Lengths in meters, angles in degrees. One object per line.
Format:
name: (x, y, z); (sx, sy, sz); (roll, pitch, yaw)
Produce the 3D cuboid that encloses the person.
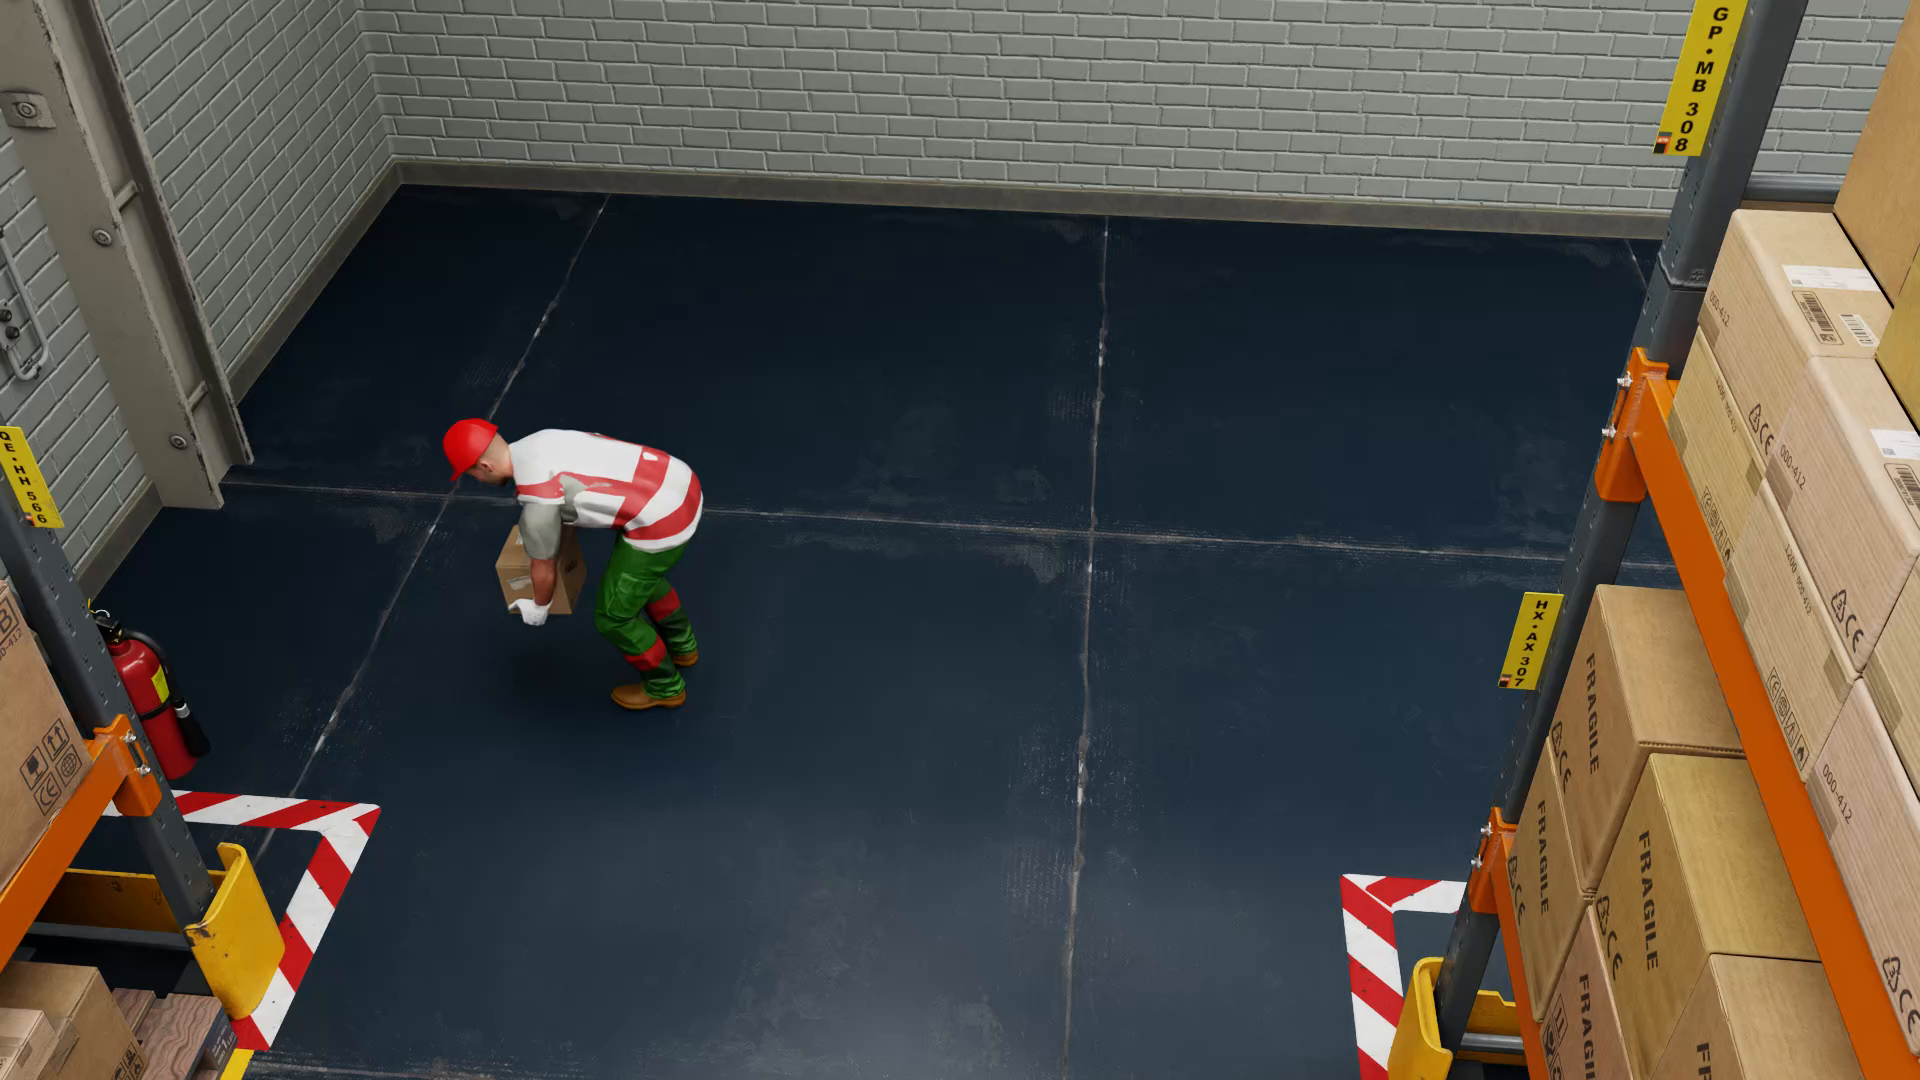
person: (-1.436, 0.070, 6.442); (0.919, 1.288, 0.503); (2, 40, 2)
